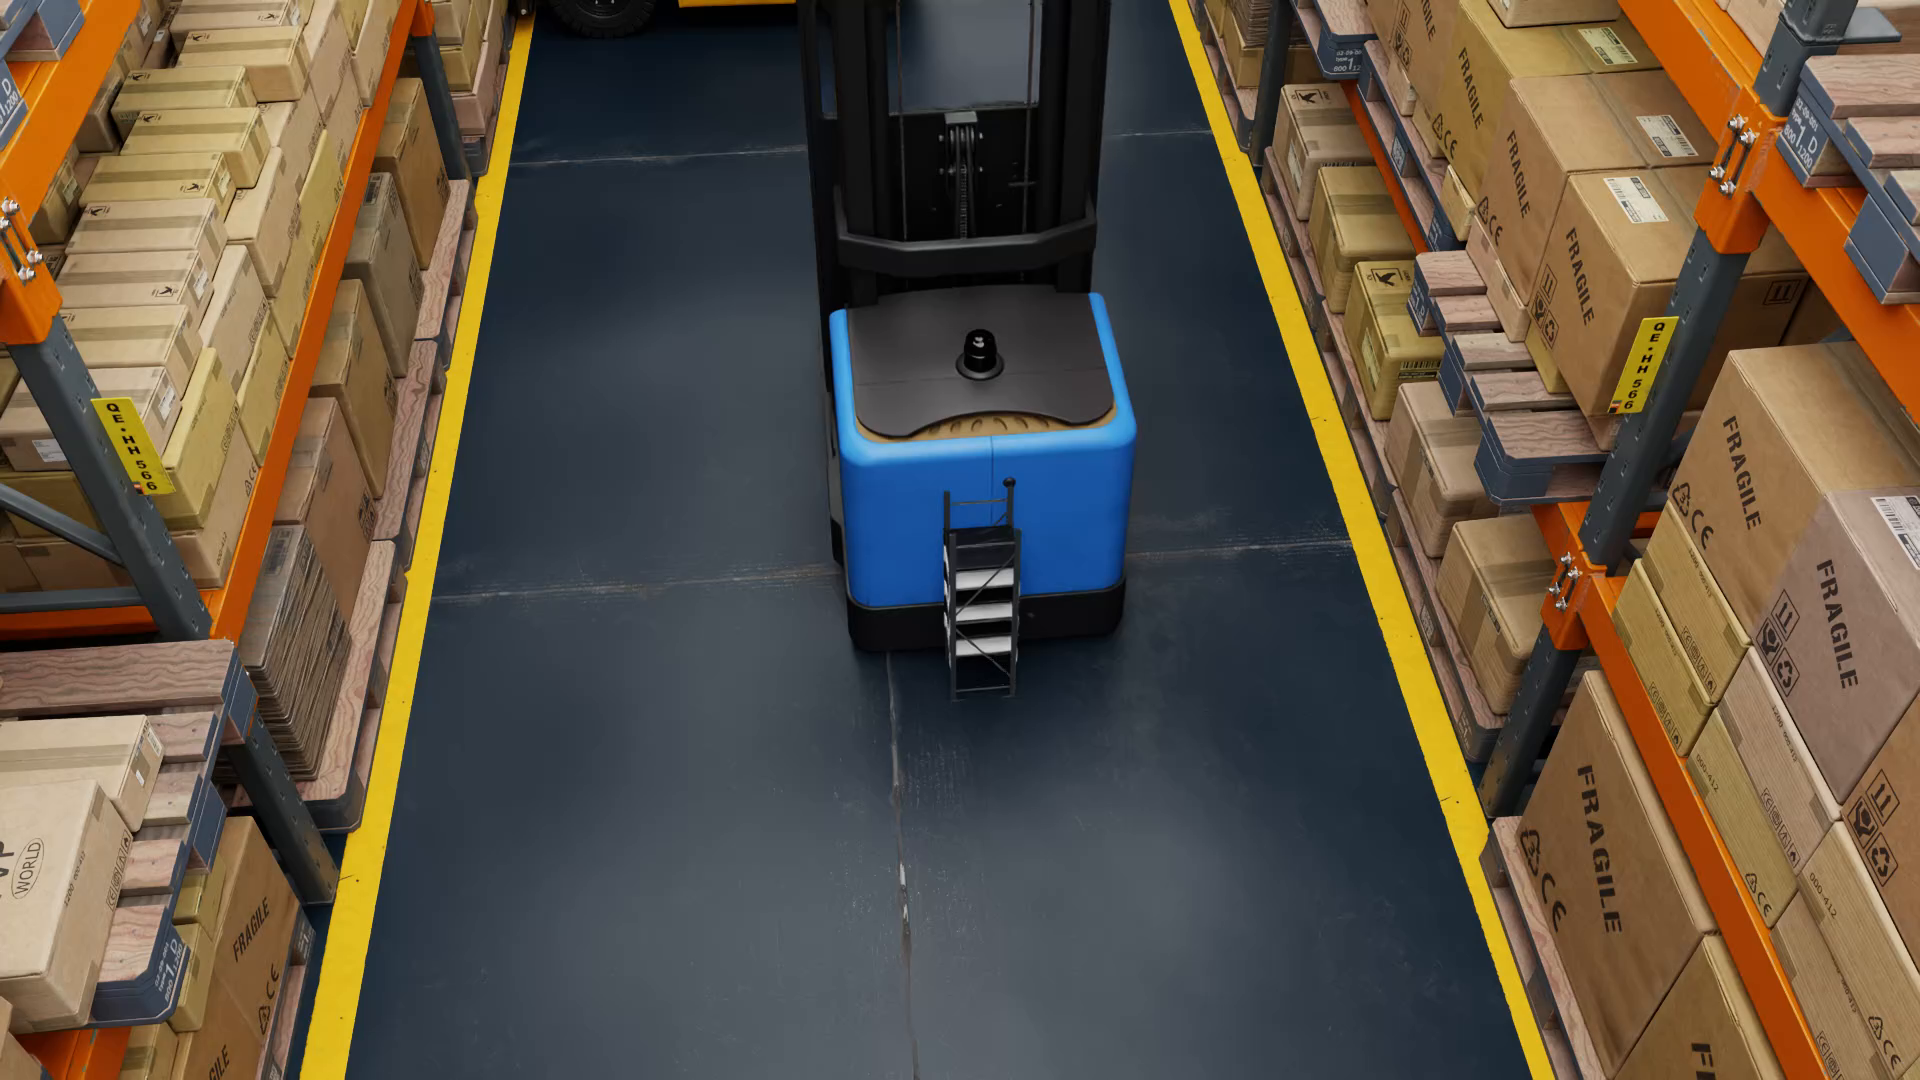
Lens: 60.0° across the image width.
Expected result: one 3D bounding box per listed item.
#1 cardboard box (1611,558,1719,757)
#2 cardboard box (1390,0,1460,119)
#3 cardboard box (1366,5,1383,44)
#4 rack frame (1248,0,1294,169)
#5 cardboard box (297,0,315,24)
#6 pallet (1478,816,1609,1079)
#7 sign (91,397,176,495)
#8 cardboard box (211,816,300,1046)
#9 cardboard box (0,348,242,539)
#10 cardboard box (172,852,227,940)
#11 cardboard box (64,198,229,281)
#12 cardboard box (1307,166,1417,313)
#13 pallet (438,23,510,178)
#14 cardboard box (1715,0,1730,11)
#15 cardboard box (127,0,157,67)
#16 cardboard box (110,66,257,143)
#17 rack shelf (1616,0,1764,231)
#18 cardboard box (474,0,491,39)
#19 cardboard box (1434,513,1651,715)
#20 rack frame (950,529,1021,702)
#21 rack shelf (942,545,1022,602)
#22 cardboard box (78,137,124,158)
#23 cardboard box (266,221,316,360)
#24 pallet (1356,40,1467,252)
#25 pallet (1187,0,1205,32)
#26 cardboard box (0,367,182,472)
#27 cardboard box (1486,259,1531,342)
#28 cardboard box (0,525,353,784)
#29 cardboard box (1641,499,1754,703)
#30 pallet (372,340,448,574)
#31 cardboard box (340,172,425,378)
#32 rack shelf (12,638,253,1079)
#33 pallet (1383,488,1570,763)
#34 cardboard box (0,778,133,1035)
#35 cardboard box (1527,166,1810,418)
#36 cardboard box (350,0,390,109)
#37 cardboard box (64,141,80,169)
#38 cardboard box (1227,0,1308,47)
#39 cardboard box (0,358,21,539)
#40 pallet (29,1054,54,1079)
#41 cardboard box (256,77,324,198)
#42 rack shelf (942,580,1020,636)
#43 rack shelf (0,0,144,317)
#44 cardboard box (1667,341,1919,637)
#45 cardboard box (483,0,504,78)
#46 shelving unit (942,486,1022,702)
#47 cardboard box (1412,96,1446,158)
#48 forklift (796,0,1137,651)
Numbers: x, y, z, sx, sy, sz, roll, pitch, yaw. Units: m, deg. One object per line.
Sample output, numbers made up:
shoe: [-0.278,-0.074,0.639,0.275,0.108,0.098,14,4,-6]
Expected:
cardboard box: [2.128,0.296,4.507,0.500,0.250,0.500,-4,47,-4]
cardboard box: [1.880,-1.852,5.875,0.500,0.500,0.500,-5,47,-5]
cardboard box: [1.826,-2.088,6.545,0.380,0.149,0.250,-3,47,-3]
rack frame: [2.003,-3.019,7.543,1.000,3.000,0.127,-3,47,-3]
cardboard box: [-2.572,-1.997,6.060,0.380,0.149,0.250,-4,47,-4]
pallet: [2.328,1.409,5.270,1.003,0.211,1.213,-3,47,-3]
sign: [-2.068,-0.231,4.160,0.100,0.325,0.005,-3,47,-3]
cardboard box: [-2.359,1.187,4.992,0.500,0.500,0.500,-2,47,-2]
cardboard box: [-2.377,-0.278,4.707,0.500,0.250,0.500,-4,47,-3]
cardboard box: [-2.315,1.013,4.710,0.380,0.149,0.250,-6,47,-5]
cardboard box: [-2.447,-0.892,5.014,0.380,0.149,0.250,-3,47,-3]
cardboard box: [2.113,-1.361,7.493,0.950,0.372,0.625,-1,47,-1]
pallet: [-2.968,-2.334,8.815,1.003,0.211,1.213,-3,47,-3]
cardboard box: [2.073,-1.465,4.178,0.380,0.149,0.250,-3,47,-3]
cardboard box: [-3.074,-1.779,5.853,0.380,0.149,0.250,-4,47,-4]
cardboard box: [-2.578,-1.442,5.534,0.380,0.149,0.250,-3,47,-3]
rack shelf: [2.170,-2.356,5.345,1.077,0.370,4.000,-3,47,-3]
cardboard box: [-2.720,-2.819,8.614,0.500,0.250,0.500,-4,47,-4]
cardboard box: [2.300,0.225,5.992,0.950,0.372,0.625,-6,47,-6]
rack frame: [0.085,0.283,5.863,0.240,0.900,0.006,-4,47,-4]
rack shelf: [0.075,0.108,5.826,0.258,0.077,0.200,-4,47,-4]
cardboard box: [-3.041,-1.346,5.718,0.500,0.250,0.500,-4,47,-4]
cardboard box: [-2.489,-0.842,5.584,0.500,0.250,0.500,-5,47,-5]
pallet: [2.131,-1.489,6.226,1.003,0.211,1.213,-3,47,-3]
pallet: [1.806,-3.429,9.852,1.003,0.211,1.213,-3,47,-3]
cardboard box: [-2.342,-0.327,4.478,0.380,0.149,0.250,-2,47,-2]
cardboard box: [1.915,-0.775,5.302,0.380,0.149,0.250,-4,47,-4]
cardboard box: [-2.647,0.399,5.652,0.875,0.625,0.625,-2,47,-2]
cardboard box: [2.134,0.136,4.314,0.500,0.250,0.500,-4,47,-4]
pallet: [-2.737,-0.340,6.927,1.003,0.211,1.213,-3,47,-3]
cardboard box: [-2.831,-1.104,7.076,0.875,0.625,0.625,-4,47,-4]
rack shelf: [-2.441,1.874,3.405,1.077,0.370,4.000,-3,47,-3]
pallet: [2.274,0.268,6.351,1.003,0.211,1.213,-3,47,-3]
cardboard box: [-2.198,0.830,3.712,0.500,0.250,0.500,-5,47,-5]
cardboard box: [2.022,-0.718,4.801,0.500,0.500,0.500,-5,47,-4]
cardboard box: [-2.593,-1.951,6.635,0.500,0.250,0.500,-4,47,-4]
cardboard box: [-3.070,-1.217,5.321,0.380,0.149,0.250,-4,47,-4]
cardboard box: [1.686,-2.888,8.507,0.500,0.500,0.500,-4,47,-4]
cardboard box: [-2.923,-0.249,4.679,0.500,0.250,0.500,-3,47,-2]
pallet: [-2.441,1.652,3.252,1.003,0.211,1.213,-3,47,-3]
cardboard box: [-2.537,-1.387,5.757,0.500,0.250,0.500,-3,47,-3]
rack shelf: [0.075,0.232,5.956,0.258,0.077,0.200,-4,47,-4]
rack shelf: [-2.776,-2.052,5.057,1.077,0.370,4.000,-3,47,-3]
cardboard box: [2.135,-0.132,4.051,0.500,0.500,0.500,-5,47,-5]
cardboard box: [-2.712,-2.650,8.799,0.500,0.250,0.500,-4,47,-4]
shelving unit: [0.075,0.209,5.932,0.258,0.900,0.210,-4,47,-4]
cardboard box: [1.867,-1.522,6.010,0.380,0.149,0.250,-5,47,-5]
forklift: [-0.047,-1.665,6.308,1.130,2.935,3.031,-4,47,-4]
